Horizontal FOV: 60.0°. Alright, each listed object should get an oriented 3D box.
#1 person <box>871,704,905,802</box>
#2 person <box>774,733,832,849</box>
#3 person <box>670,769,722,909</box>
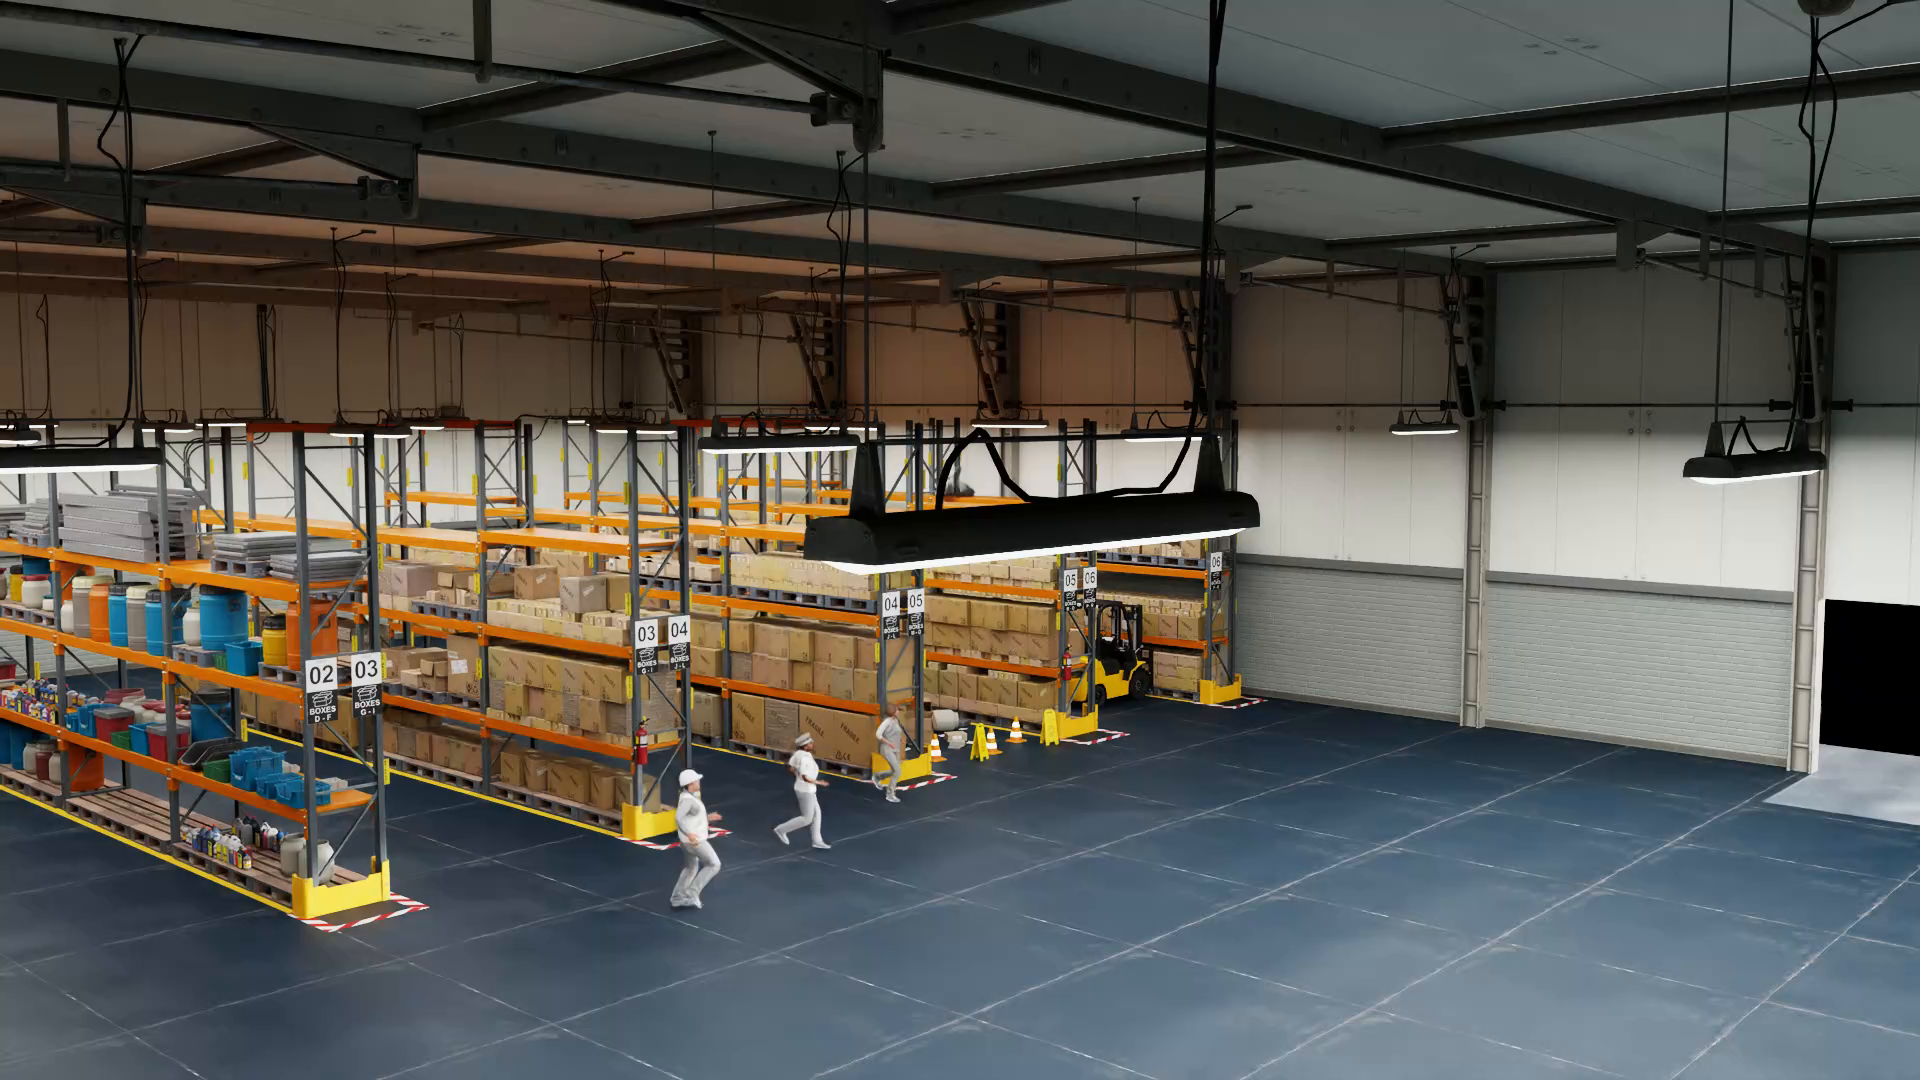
[{"bbox_3d":[-1.152,3.402,26.752,0.624,1.543,0.562,2,5,23],"label":"person"},{"bbox_3d":[-2.237,3.586,23.584,0.839,1.696,0.595,-1,5,-15],"label":"person"},{"bbox_3d":[-3.306,3.744,20.852,0.670,1.751,0.637,-2,5,-18],"label":"person"}]
